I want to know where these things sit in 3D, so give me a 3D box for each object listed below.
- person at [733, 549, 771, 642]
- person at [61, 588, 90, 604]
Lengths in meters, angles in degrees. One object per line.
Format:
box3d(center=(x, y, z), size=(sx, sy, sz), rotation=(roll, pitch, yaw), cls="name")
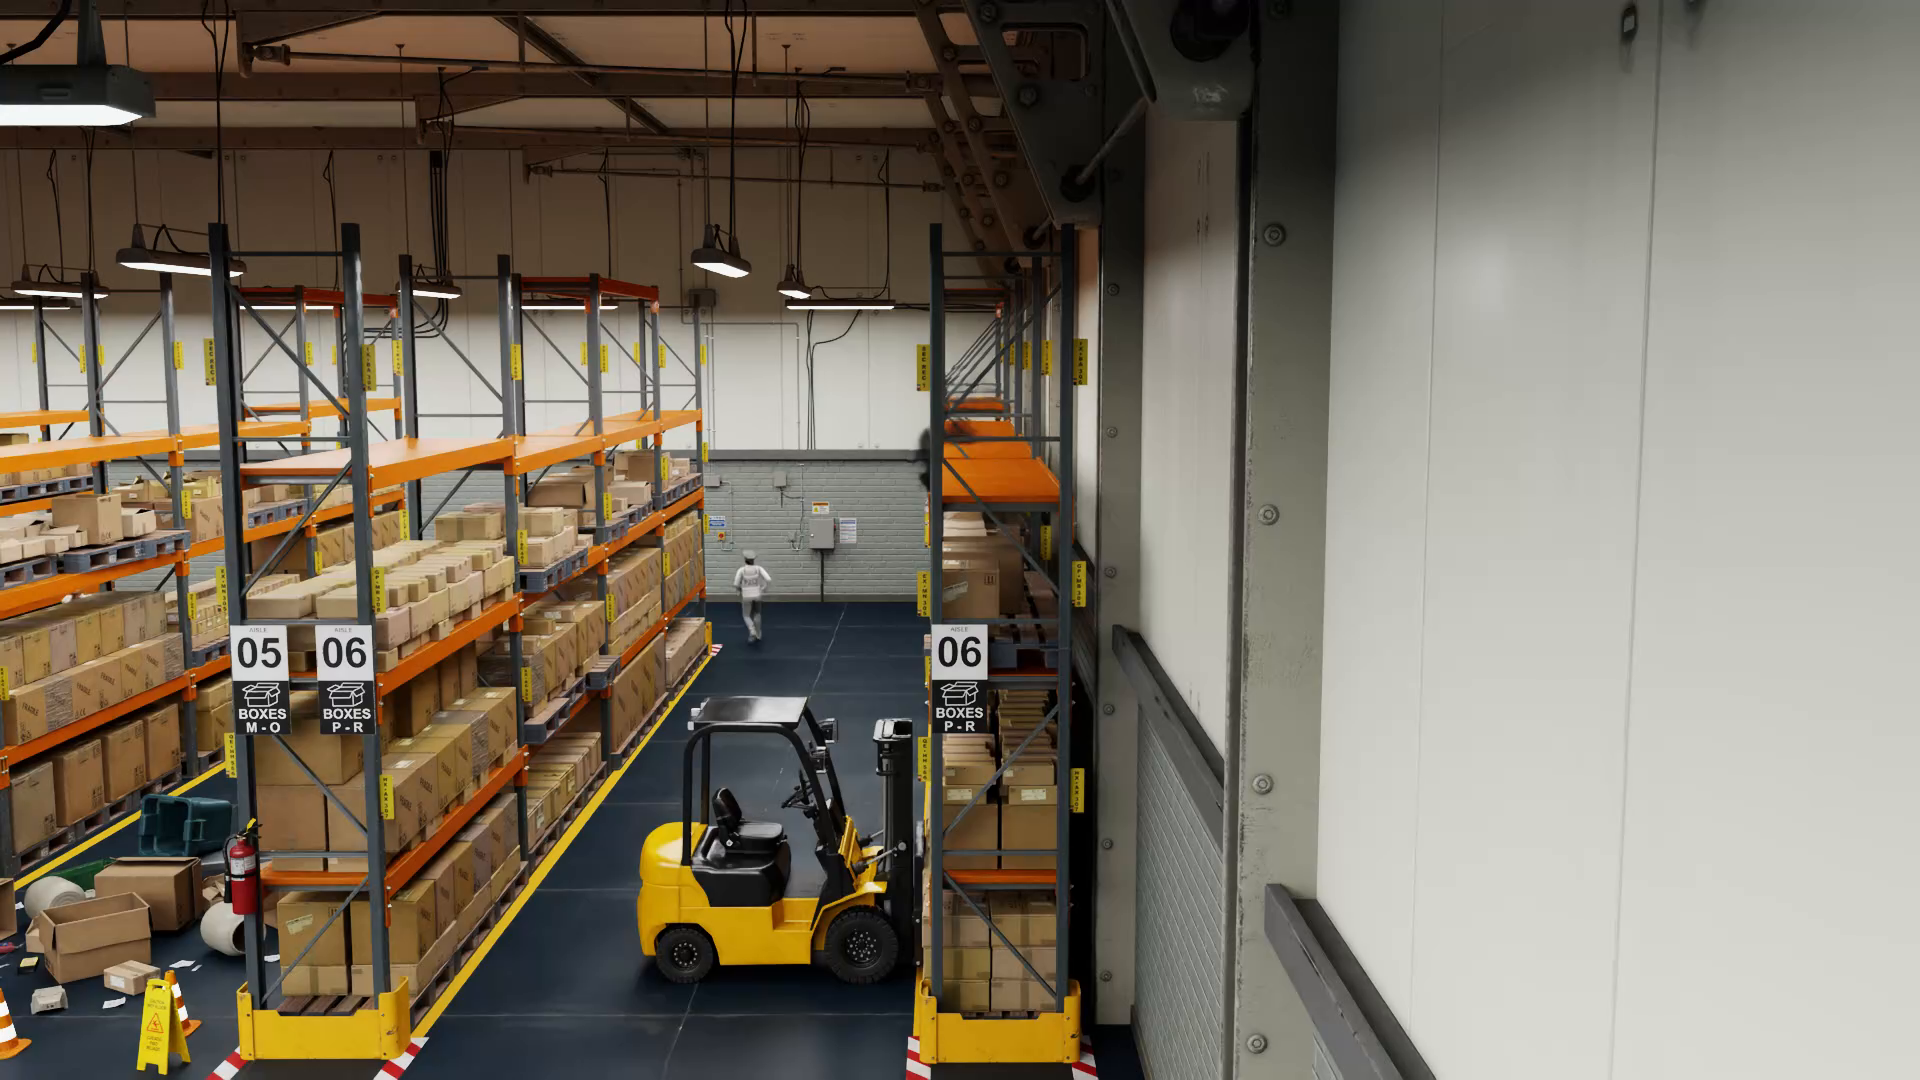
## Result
box3d(center=(-3.640, 0.980, 28.962), size=(0.653, 1.654, 0.790), rotation=(-2, 7, -18), cls="person")
box3d(center=(-12.936, 1.441, 24.462), size=(0.716, 1.773, 0.858), rotation=(0, 7, 2), cls="person")
